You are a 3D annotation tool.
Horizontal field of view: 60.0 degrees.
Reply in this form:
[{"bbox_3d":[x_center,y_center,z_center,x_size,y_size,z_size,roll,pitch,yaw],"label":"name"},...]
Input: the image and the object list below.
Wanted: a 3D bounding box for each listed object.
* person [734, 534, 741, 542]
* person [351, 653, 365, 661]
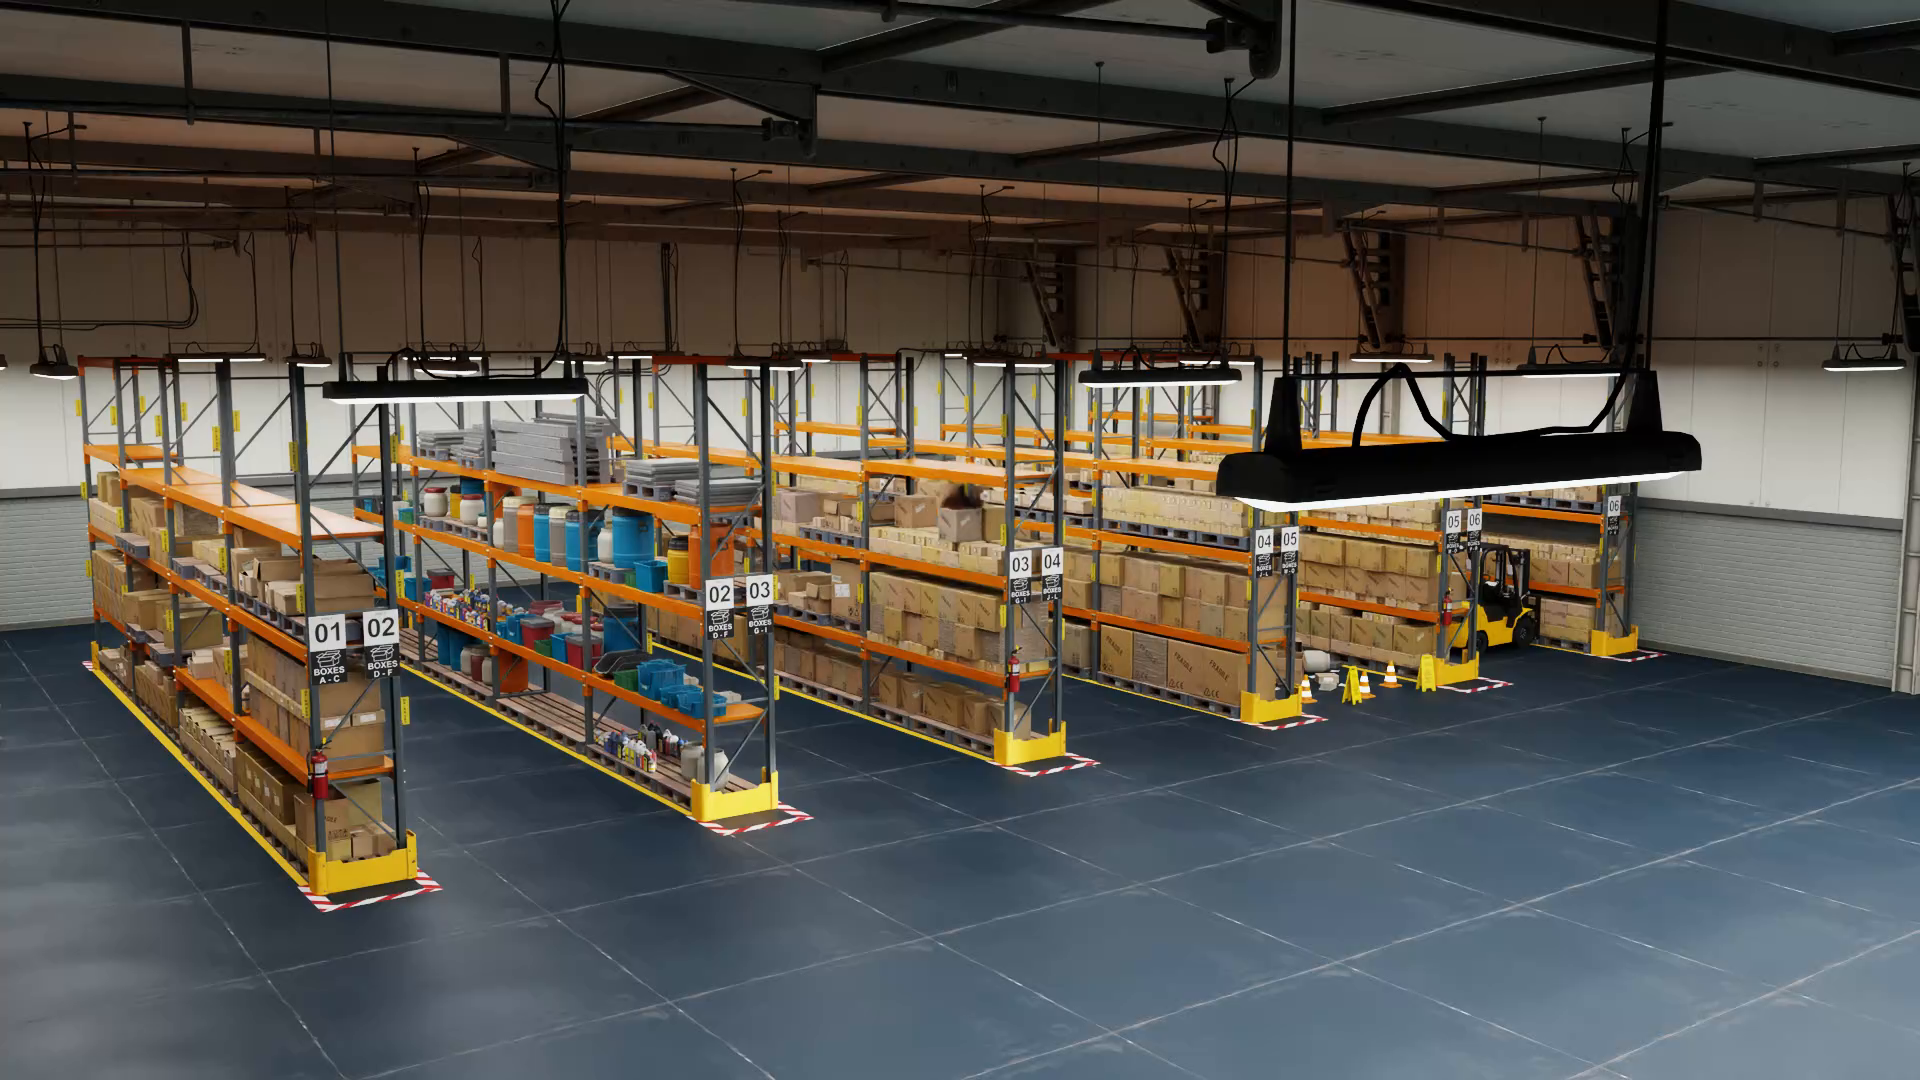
[{"bbox_3d":[-5.474,0.627,40.036,0.657,1.662,1.093,-1,7,-4],"label":"person"},{"bbox_3d":[-10.464,1.957,29.003,0.525,1.734,0.984,-5,9,-37],"label":"person"}]
